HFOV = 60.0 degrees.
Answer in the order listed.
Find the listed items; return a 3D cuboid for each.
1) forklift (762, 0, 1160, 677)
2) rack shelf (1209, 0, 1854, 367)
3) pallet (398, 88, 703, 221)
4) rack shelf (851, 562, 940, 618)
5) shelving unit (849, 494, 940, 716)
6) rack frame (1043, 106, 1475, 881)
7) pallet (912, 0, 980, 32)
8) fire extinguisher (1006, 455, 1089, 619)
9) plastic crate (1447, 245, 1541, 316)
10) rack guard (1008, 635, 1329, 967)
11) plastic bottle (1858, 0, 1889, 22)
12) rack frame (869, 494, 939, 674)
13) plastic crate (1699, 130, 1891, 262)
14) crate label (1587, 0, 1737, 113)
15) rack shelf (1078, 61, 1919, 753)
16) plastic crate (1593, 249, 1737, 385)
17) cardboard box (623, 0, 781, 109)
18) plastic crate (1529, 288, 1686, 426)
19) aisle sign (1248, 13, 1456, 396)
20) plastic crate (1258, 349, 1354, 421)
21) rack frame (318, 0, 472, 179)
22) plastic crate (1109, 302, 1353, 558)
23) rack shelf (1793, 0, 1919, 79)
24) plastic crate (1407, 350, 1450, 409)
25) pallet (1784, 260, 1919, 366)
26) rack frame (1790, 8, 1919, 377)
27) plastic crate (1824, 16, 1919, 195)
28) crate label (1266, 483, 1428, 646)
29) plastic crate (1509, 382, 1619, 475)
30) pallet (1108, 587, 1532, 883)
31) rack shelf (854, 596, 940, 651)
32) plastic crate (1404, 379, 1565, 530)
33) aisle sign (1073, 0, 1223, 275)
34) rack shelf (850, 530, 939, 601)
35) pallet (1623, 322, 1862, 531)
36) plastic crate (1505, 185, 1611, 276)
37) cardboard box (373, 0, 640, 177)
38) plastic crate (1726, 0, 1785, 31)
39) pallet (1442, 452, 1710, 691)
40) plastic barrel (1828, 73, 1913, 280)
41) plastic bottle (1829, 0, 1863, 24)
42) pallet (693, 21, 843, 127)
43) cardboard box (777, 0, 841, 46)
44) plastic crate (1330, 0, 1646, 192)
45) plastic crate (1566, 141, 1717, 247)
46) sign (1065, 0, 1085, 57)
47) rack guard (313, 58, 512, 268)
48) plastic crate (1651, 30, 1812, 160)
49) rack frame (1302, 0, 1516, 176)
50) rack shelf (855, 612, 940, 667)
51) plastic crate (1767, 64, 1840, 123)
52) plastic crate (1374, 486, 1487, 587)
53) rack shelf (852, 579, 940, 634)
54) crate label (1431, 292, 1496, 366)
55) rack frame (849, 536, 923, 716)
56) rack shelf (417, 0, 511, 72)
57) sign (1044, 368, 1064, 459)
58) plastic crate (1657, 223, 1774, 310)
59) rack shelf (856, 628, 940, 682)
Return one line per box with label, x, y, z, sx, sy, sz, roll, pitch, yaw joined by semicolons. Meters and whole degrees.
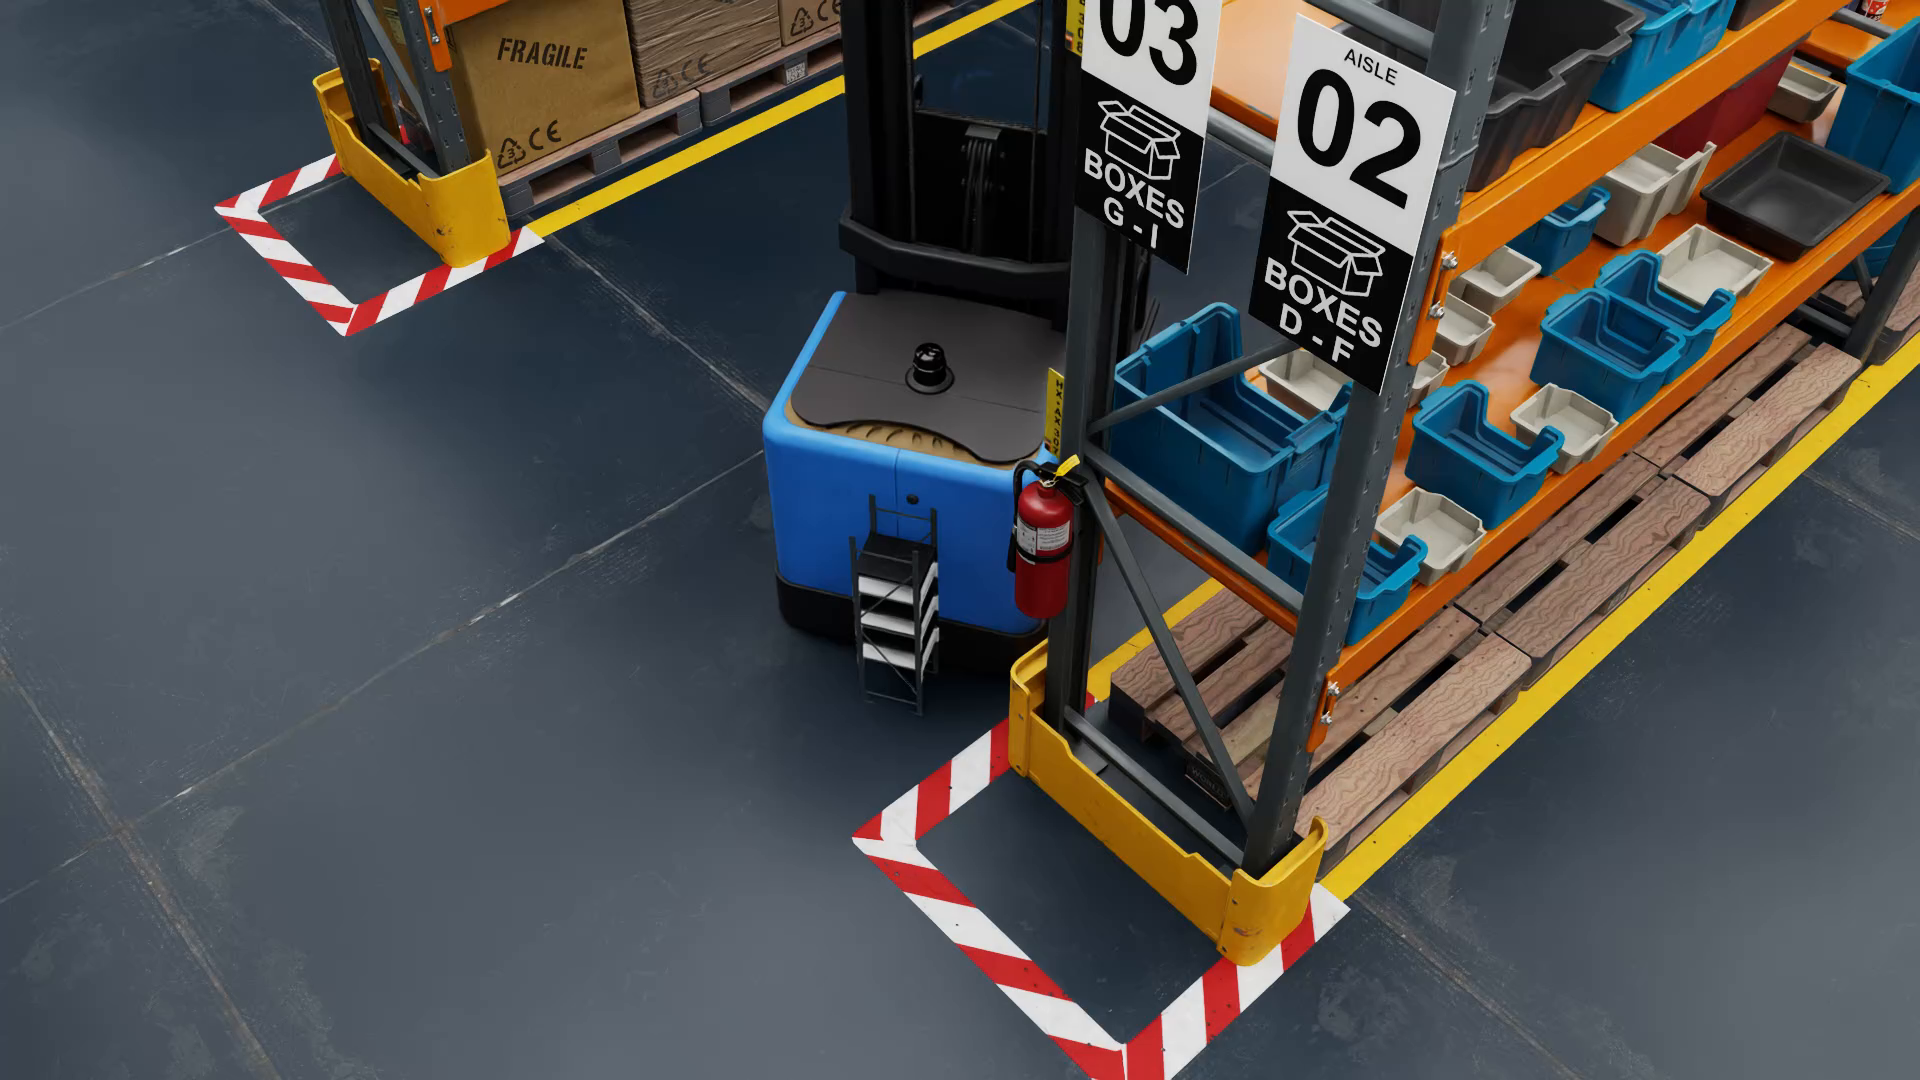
forklift;0.219;-1.590;6.223;1.130;2.935;3.031;12;49;11
rack shelf;2.155;-1.780;4.800;4.000;0.370;1.077;-34;56;-27
pallet;-2.118;-2.204;8.640;1.213;0.211;1.003;-34;56;-27
rack shelf;-0.224;0.147;5.802;0.258;0.077;0.200;12;49;11
shelving unit;-0.224;0.247;5.910;0.258;0.900;0.210;12;49;11
rack frame;0.675;-0.018;4.726;0.127;3.000;1.000;-34;56;-27
pallet;-0.313;-3.410;9.753;1.213;0.211;1.003;-34;56;-27
fire extinguisher;0.258;-0.038;5.050;0.183;0.674;0.296;-34;56;-27
plastic crate;1.777;-0.894;5.672;0.250;0.136;0.298;-34;56;-27
rack guard;0.666;0.848;5.627;0.348;0.500;1.175;-34;56;-27
plastic bottle;3.806;-2.241;6.912;0.097;0.201;0.097;0;47;0
rack frame;-0.195;0.175;5.976;0.240;0.900;0.006;12;49;11
plastic crate;2.987;-1.223;5.984;0.590;0.125;0.437;-34;56;-27
crate label;1.575;-1.265;3.937;0.502;0.251;0.408;-34;56;-27
rack shelf;2.155;-0.763;5.903;4.000;0.370;1.077;-34;56;-27
plastic crate;2.275;-0.724;5.450;0.300;0.233;0.416;-34;56;-27
cardboard box;-1.564;-2.943;8.585;0.875;0.875;0.875;-34;56;-27
plastic crate;2.053;-0.576;5.313;0.300;0.233;0.416;-34;56;-27
aisle sign;0.821;-0.703;3.589;0.004;0.787;0.394;-34;56;-27
plastic crate;1.156;-0.451;5.264;0.243;0.136;0.396;-34;56;-27
rack frame;-2.657;-2.711;7.211;0.127;3.000;1.000;-34;56;-27
plastic crate;0.797;-0.318;4.937;0.499;0.435;0.616;-34;56;-27
rack shelf;5.114;-2.741;7.727;4.000;0.370;1.077;-34;56;-27
plastic crate;1.381;-0.586;5.388;0.243;0.136;0.396;-34;56;-27
pallet;4.233;-1.409;7.907;1.213;0.211;1.003;-34;56;-27
rack frame;3.634;-1.996;6.551;0.127;3.000;1.000;-34;56;-27
plastic crate;3.518;-1.595;6.150;0.575;0.384;0.392;-34;56;-27
crate label;1.079;0.075;4.713;0.303;0.233;0.416;-34;56;-27
plastic crate;1.874;-0.341;5.162;0.298;0.136;0.250;-34;56;-27
pallet;1.311;0.541;6.107;1.213;0.211;1.003;-34;56;-27
rack shelf;-0.224;0.269;5.934;0.258;0.077;0.200;12;49;11
plastic crate;1.566;-0.250;5.013;0.300;0.233;0.416;-34;56;-27
aisle sign;0.425;-1.023;3.885;0.004;0.787;0.394;-34;56;-27
rack shelf;-0.224;0.086;5.736;0.258;0.077;0.200;12;49;11
pallet;3.116;-0.666;7.221;1.213;0.211;1.003;-34;56;-27
plastic crate;2.022;-1.137;5.831;0.300;0.233;0.416;-34;56;-27
cardboard box;-2.237;-2.493;8.170;0.875;0.875;0.875;-34;56;-27
plastic crate;1.990;-1.620;4.205;0.767;0.338;0.504;-34;56;-27
pallet;2.213;-0.059;6.661;1.213;0.211;1.003;-34;56;-27
plastic barrel;4.048;-1.686;7.407;0.708;0.901;0.600;-34;56;-27
plastic bottle;3.709;-2.324;6.938;0.135;0.276;0.152;-34;56;-27
pallet;-1.216;-2.804;9.193;1.213;0.211;1.003;-34;56;-27
cardboard box;-0.906;-3.383;8.991;0.875;0.875;0.875;-34;56;-27
plastic crate;1.147;-1.030;3.707;0.590;0.269;0.497;-34;56;-27
plastic crate;2.381;-1.321;5.968;0.530;0.282;0.437;-34;56;-27
sign;0.293;-1.291;3.930;0.005;0.325;0.100;-34;56;-27
rack guard;-2.675;-1.852;8.119;0.348;0.500;1.175;-34;56;-27
plastic crate;2.805;-1.733;6.224;0.583;0.464;0.402;-34;56;-27
rack frame;0.675;-2.053;2.521;0.127;3.000;1.000;-34;56;-27
rack shelf;-0.224;0.330;6.001;0.258;0.077;0.200;12;49;11
plastic crate;3.194;-1.774;6.485;0.243;0.136;0.396;-34;56;-27
plastic crate;1.372;-0.006;4.853;0.298;0.136;0.250;-34;56;-27
rack shelf;-0.224;0.208;5.868;0.258;0.077;0.200;12;49;11
crate label;1.570;-0.737;5.528;0.243;0.136;0.396;-34;56;-27
rack frame;-0.253;0.318;5.844;0.240;0.900;0.006;12;49;11
rack shelf;-1.177;-3.456;8.388;4.000;0.370;1.077;-34;56;-27
sign;0.293;-0.365;4.934;0.005;0.325;0.100;-34;56;-27
plastic crate;2.548;-0.902;5.680;0.466;0.136;0.293;-34;56;-27
rack shelf;-0.224;0.392;6.067;0.258;0.077;0.200;12;49;11
